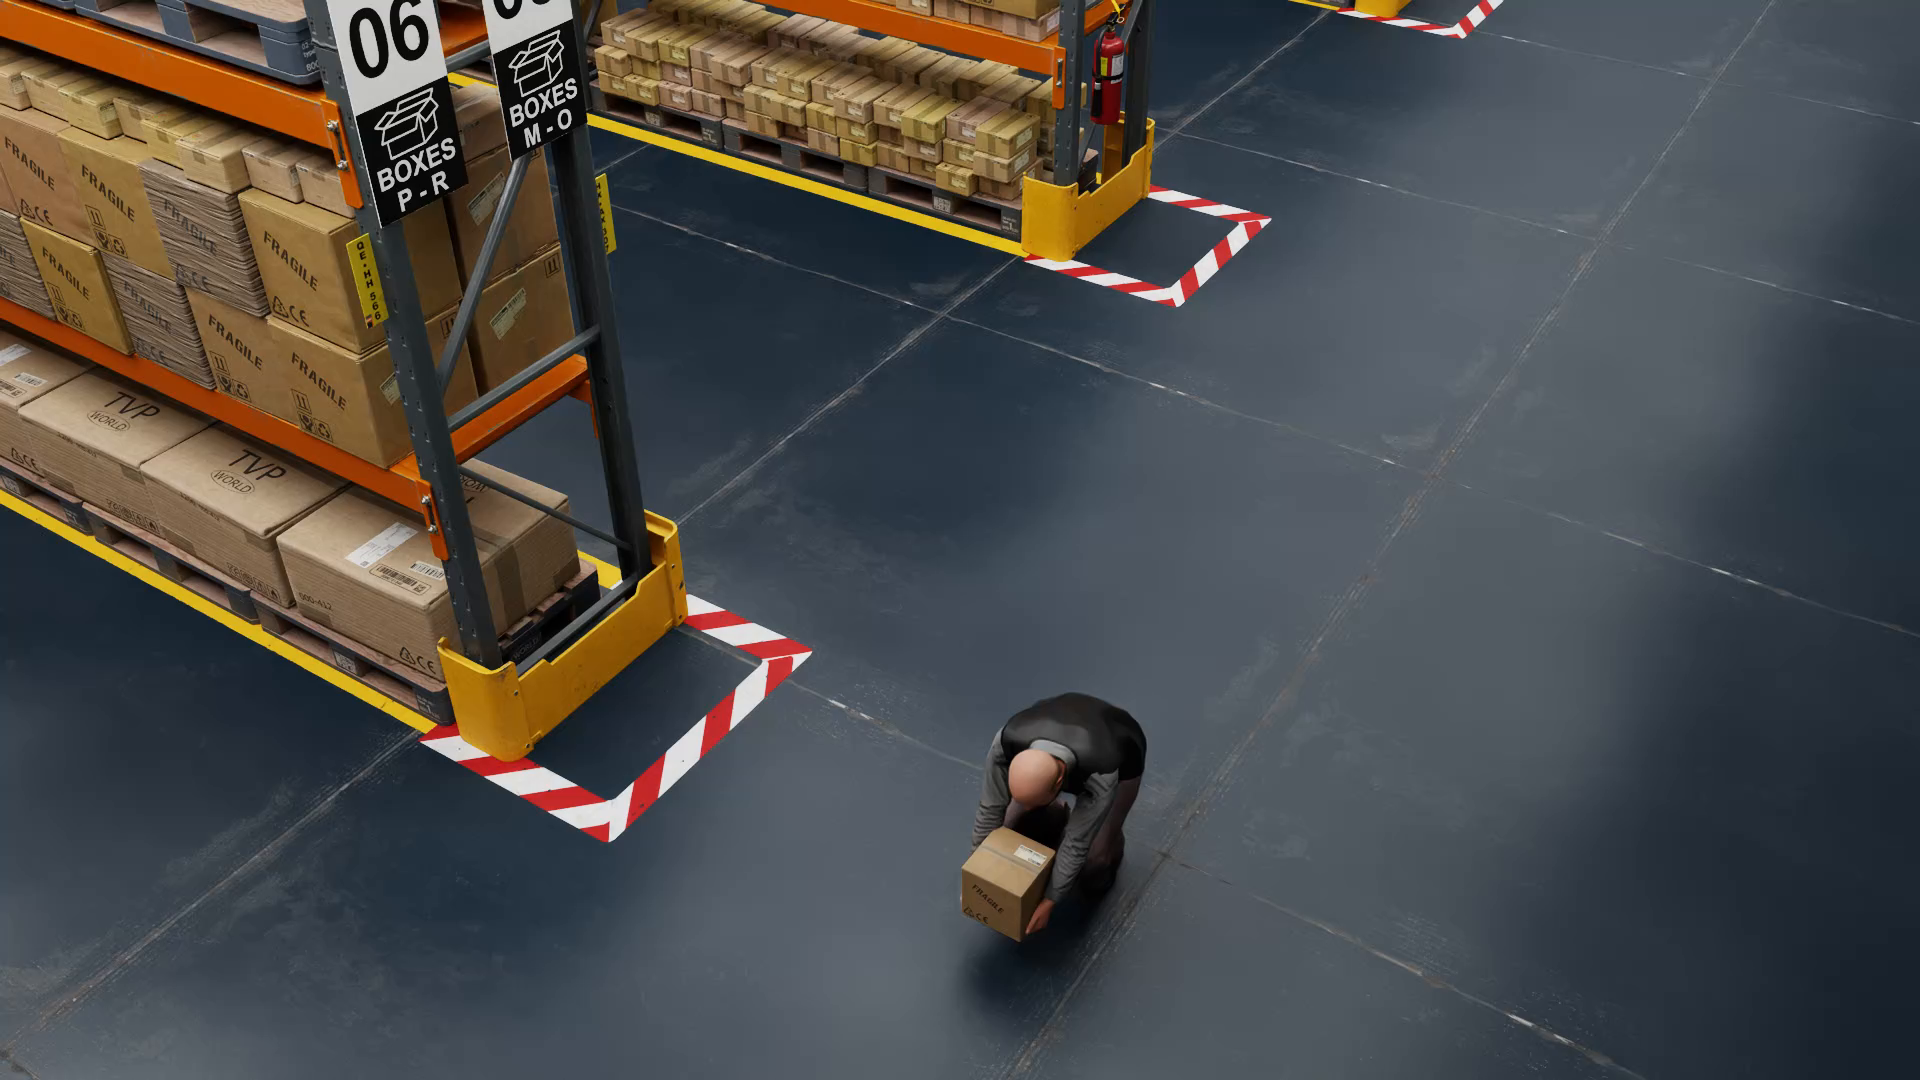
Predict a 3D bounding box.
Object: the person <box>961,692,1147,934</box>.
[{"bbox_3d":[0.366,0.941,6.125,0.517,0.966,0.889,21,43,24],"label":"person"}]
